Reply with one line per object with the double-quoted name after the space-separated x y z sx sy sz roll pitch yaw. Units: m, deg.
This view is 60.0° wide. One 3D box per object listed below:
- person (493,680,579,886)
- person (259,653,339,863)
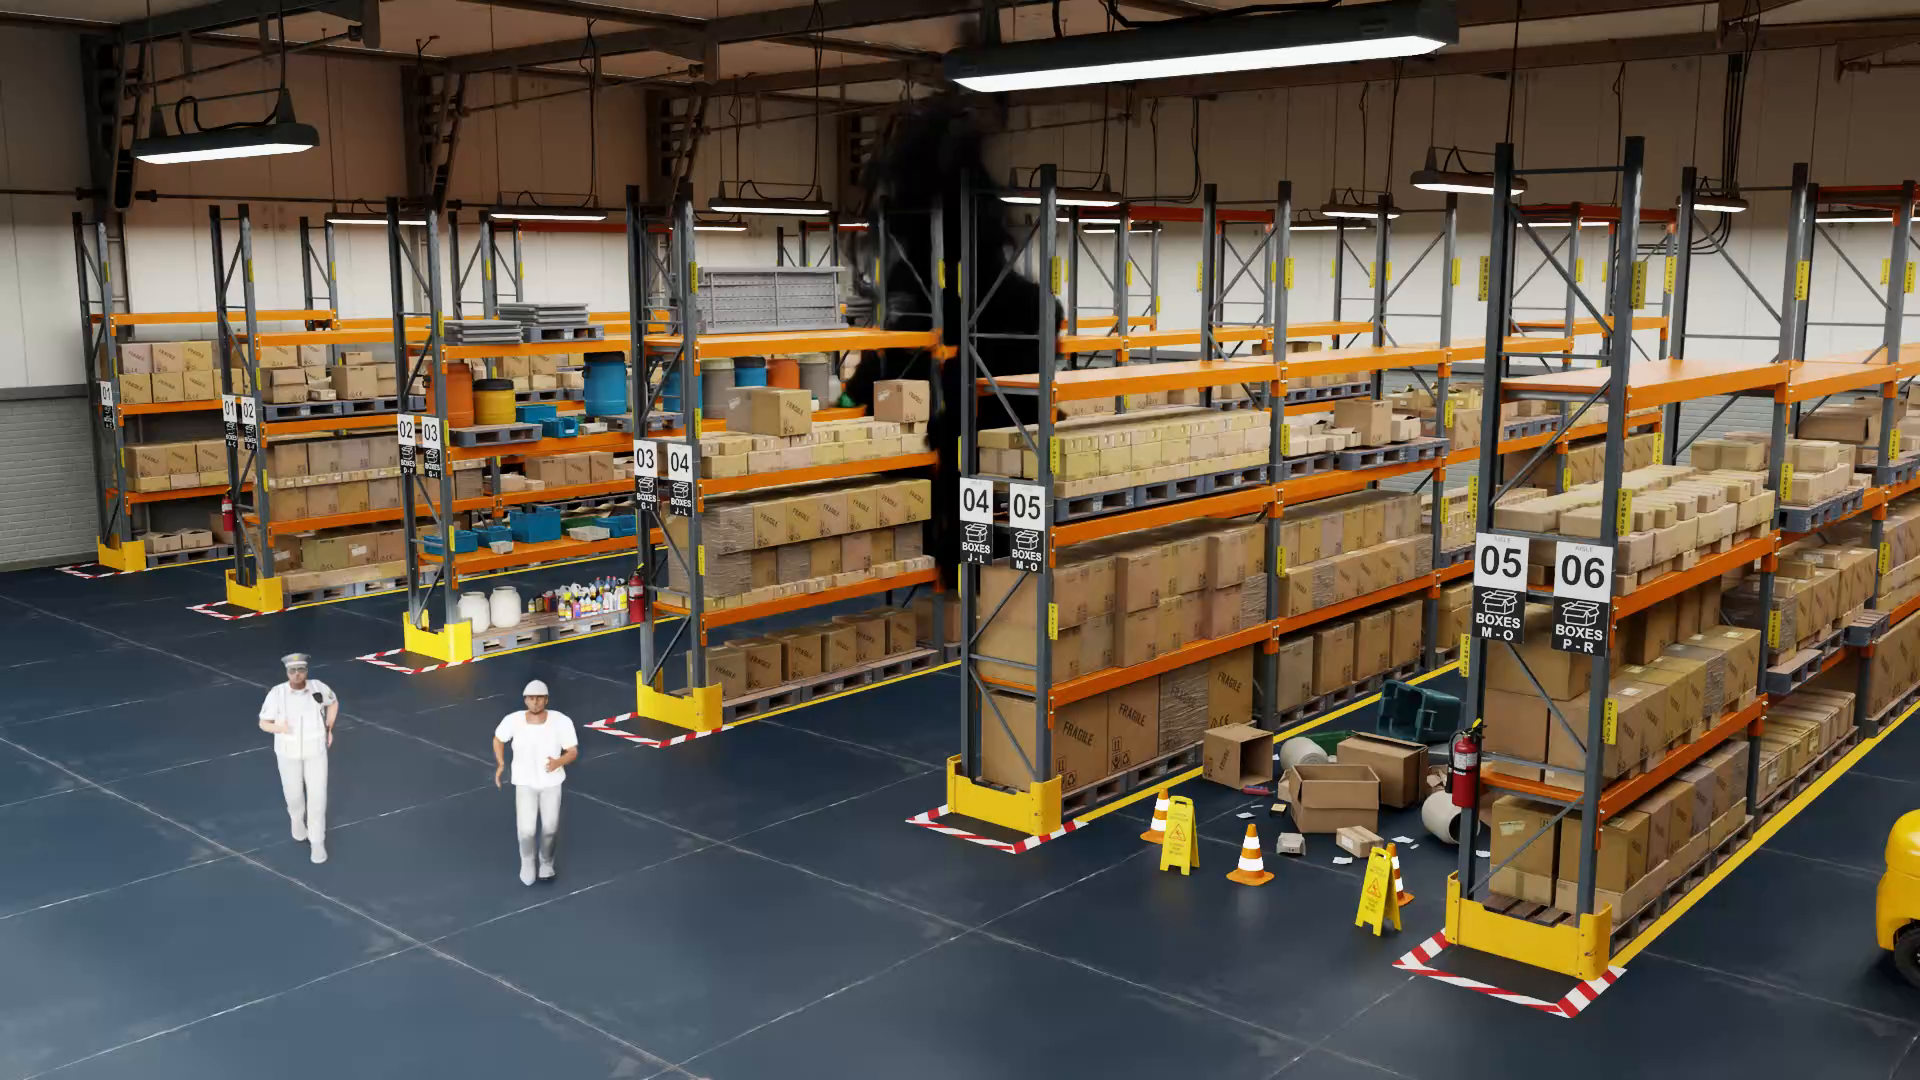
-3.511 2.022 13.813 0.687 1.734 0.668 -2 10 -15 "person"
-5.780 1.858 14.613 0.664 1.773 0.924 -4 10 -23 "person"
